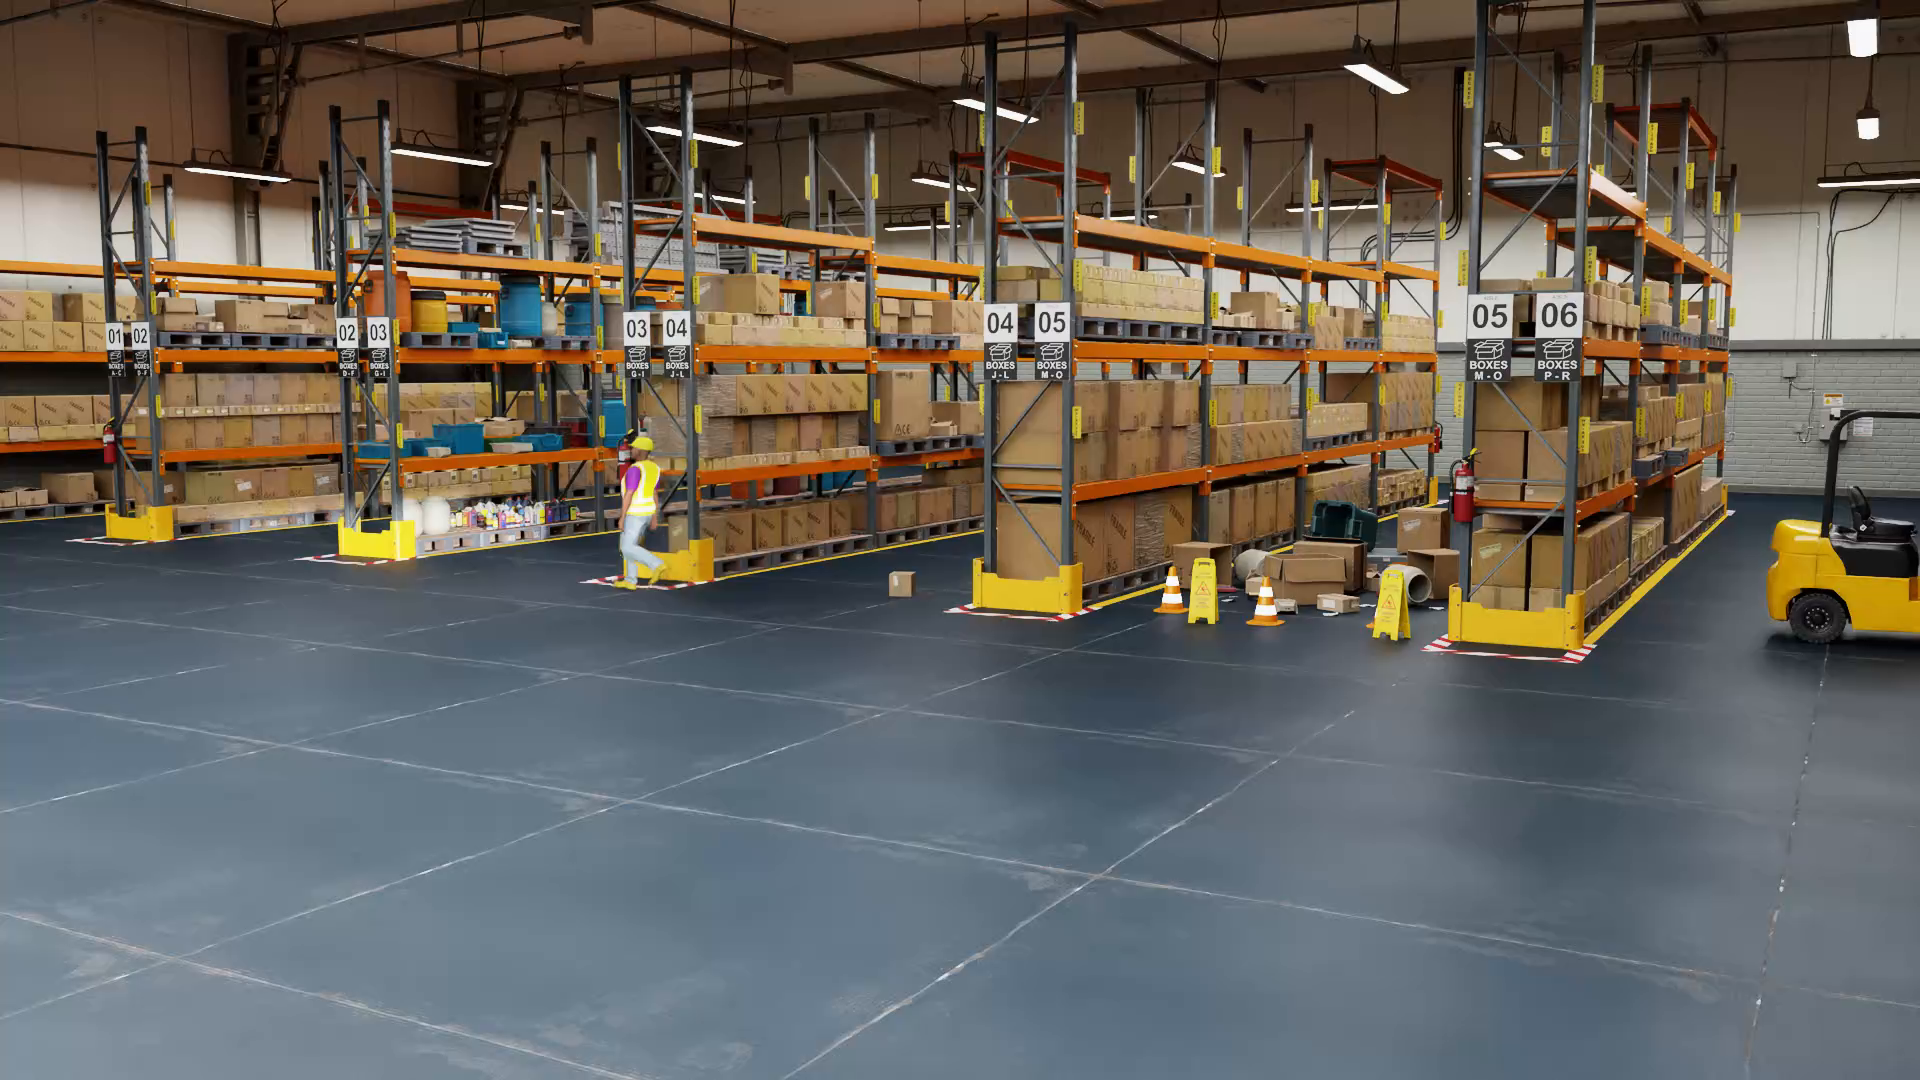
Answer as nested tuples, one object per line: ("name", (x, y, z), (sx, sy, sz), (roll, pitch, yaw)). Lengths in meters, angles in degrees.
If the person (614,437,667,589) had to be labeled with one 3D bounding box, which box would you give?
("person", (-3.623, -0.297, 18.819), (0.797, 1.742, 0.582), (2, 6, 19))
